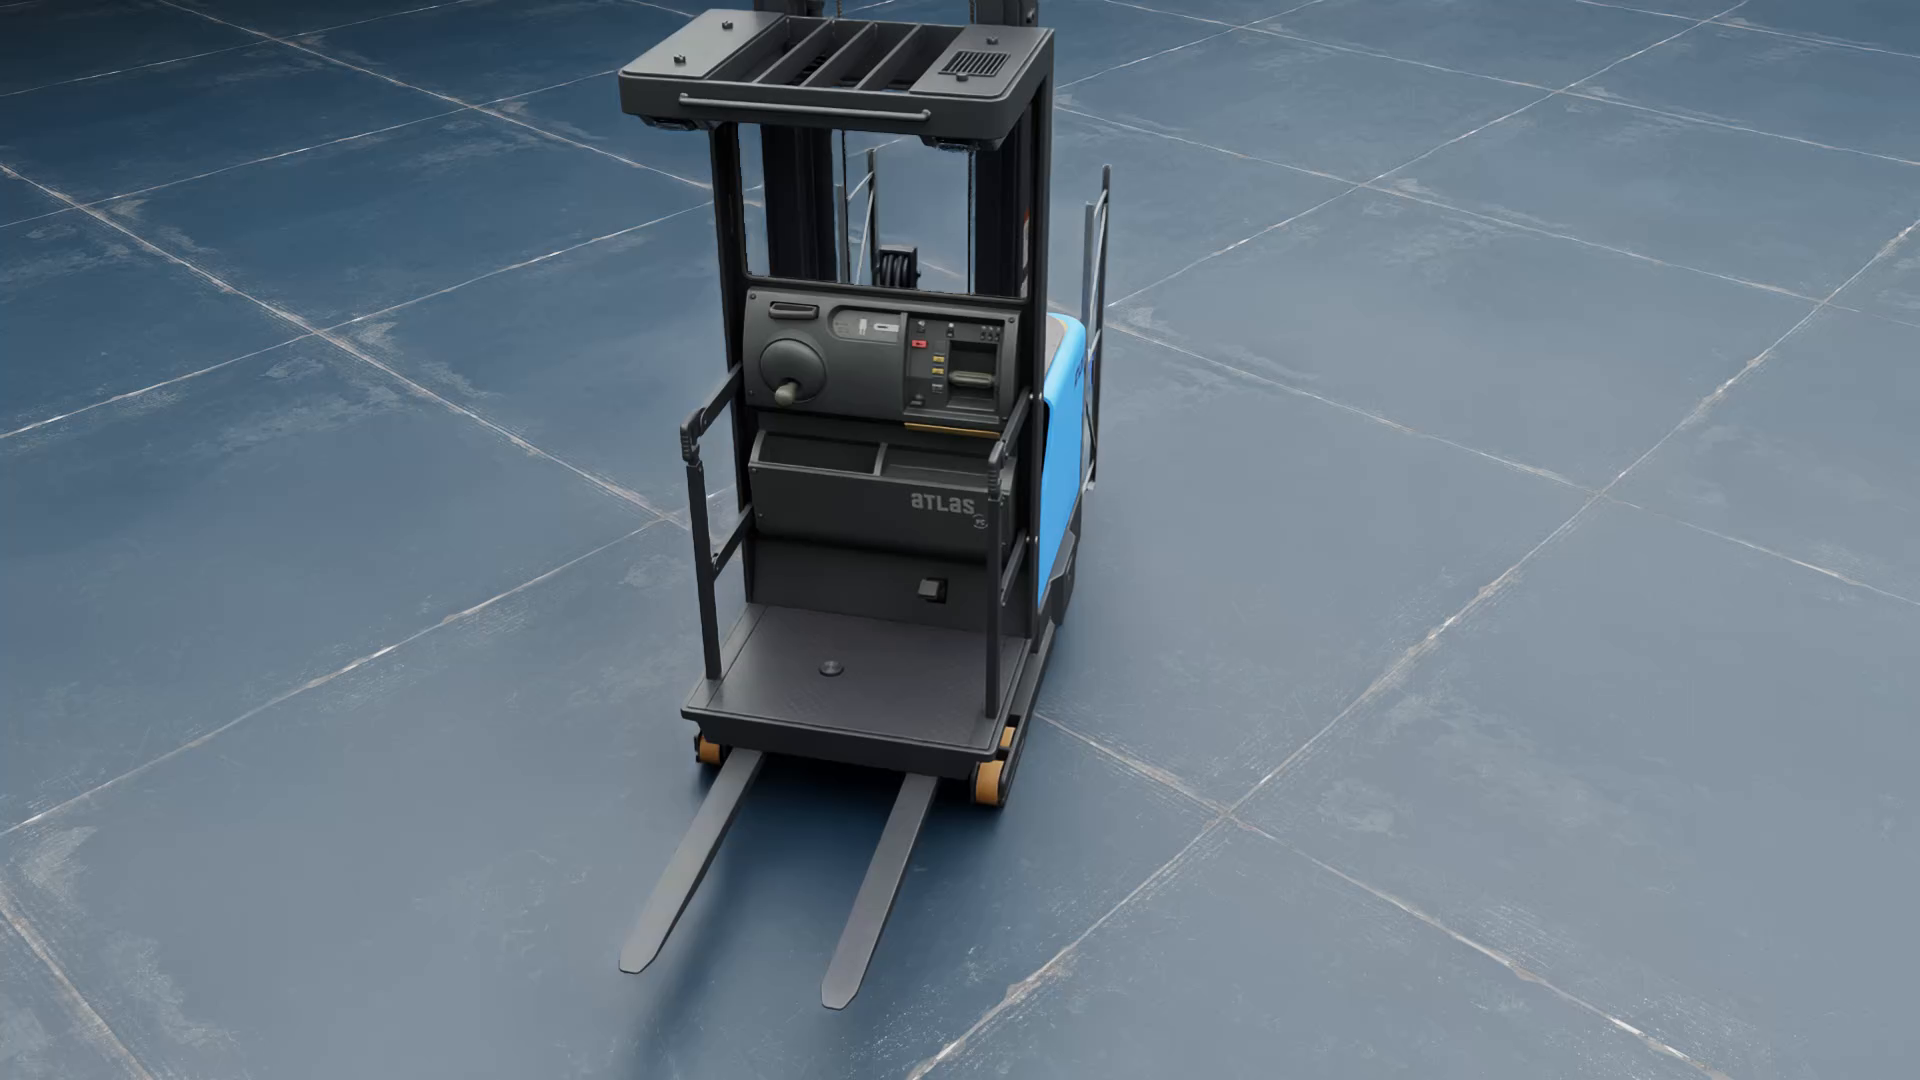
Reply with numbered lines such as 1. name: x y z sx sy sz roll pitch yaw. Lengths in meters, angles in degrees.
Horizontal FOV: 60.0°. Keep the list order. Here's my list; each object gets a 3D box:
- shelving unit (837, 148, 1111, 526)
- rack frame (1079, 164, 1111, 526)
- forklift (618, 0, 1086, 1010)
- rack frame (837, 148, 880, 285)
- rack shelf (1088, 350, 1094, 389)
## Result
1. shelving unit: 0.067 -0.858 7.222 1.048 1.500 0.538 7 32 11
2. rack frame: 0.563 -0.801 7.126 0.032 1.500 0.500 7 32 11
3. forklift: -0.314 -0.554 5.328 1.130 2.935 3.031 7 32 11
4. rack frame: -0.429 -0.916 7.317 0.032 1.500 0.500 7 32 11
5. rack shelf: 0.067 -0.704 7.314 1.000 0.185 0.538 7 32 11
